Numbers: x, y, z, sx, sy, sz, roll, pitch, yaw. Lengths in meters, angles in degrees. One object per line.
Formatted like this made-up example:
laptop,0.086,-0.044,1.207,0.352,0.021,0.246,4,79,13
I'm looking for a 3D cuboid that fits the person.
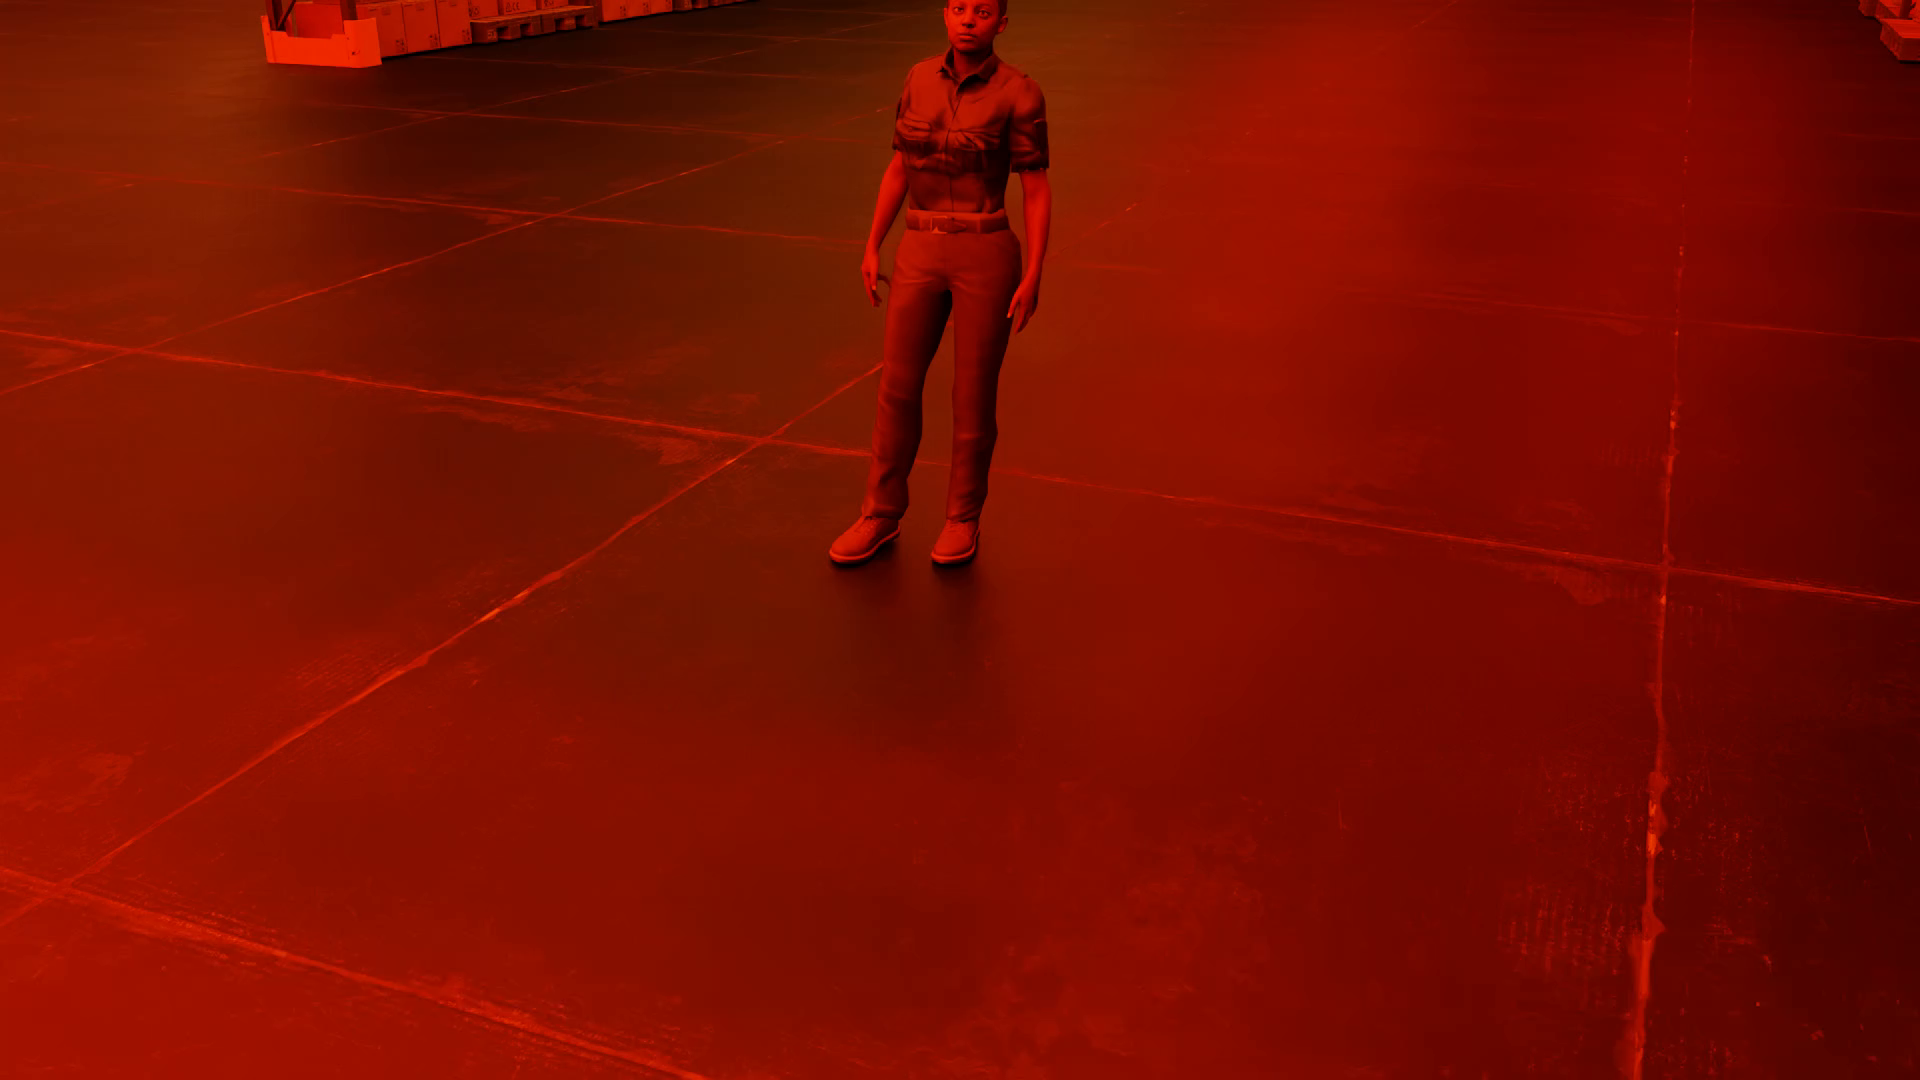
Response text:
person,-0.052,-0.742,4.703,0.569,1.656,0.503,9,24,21
